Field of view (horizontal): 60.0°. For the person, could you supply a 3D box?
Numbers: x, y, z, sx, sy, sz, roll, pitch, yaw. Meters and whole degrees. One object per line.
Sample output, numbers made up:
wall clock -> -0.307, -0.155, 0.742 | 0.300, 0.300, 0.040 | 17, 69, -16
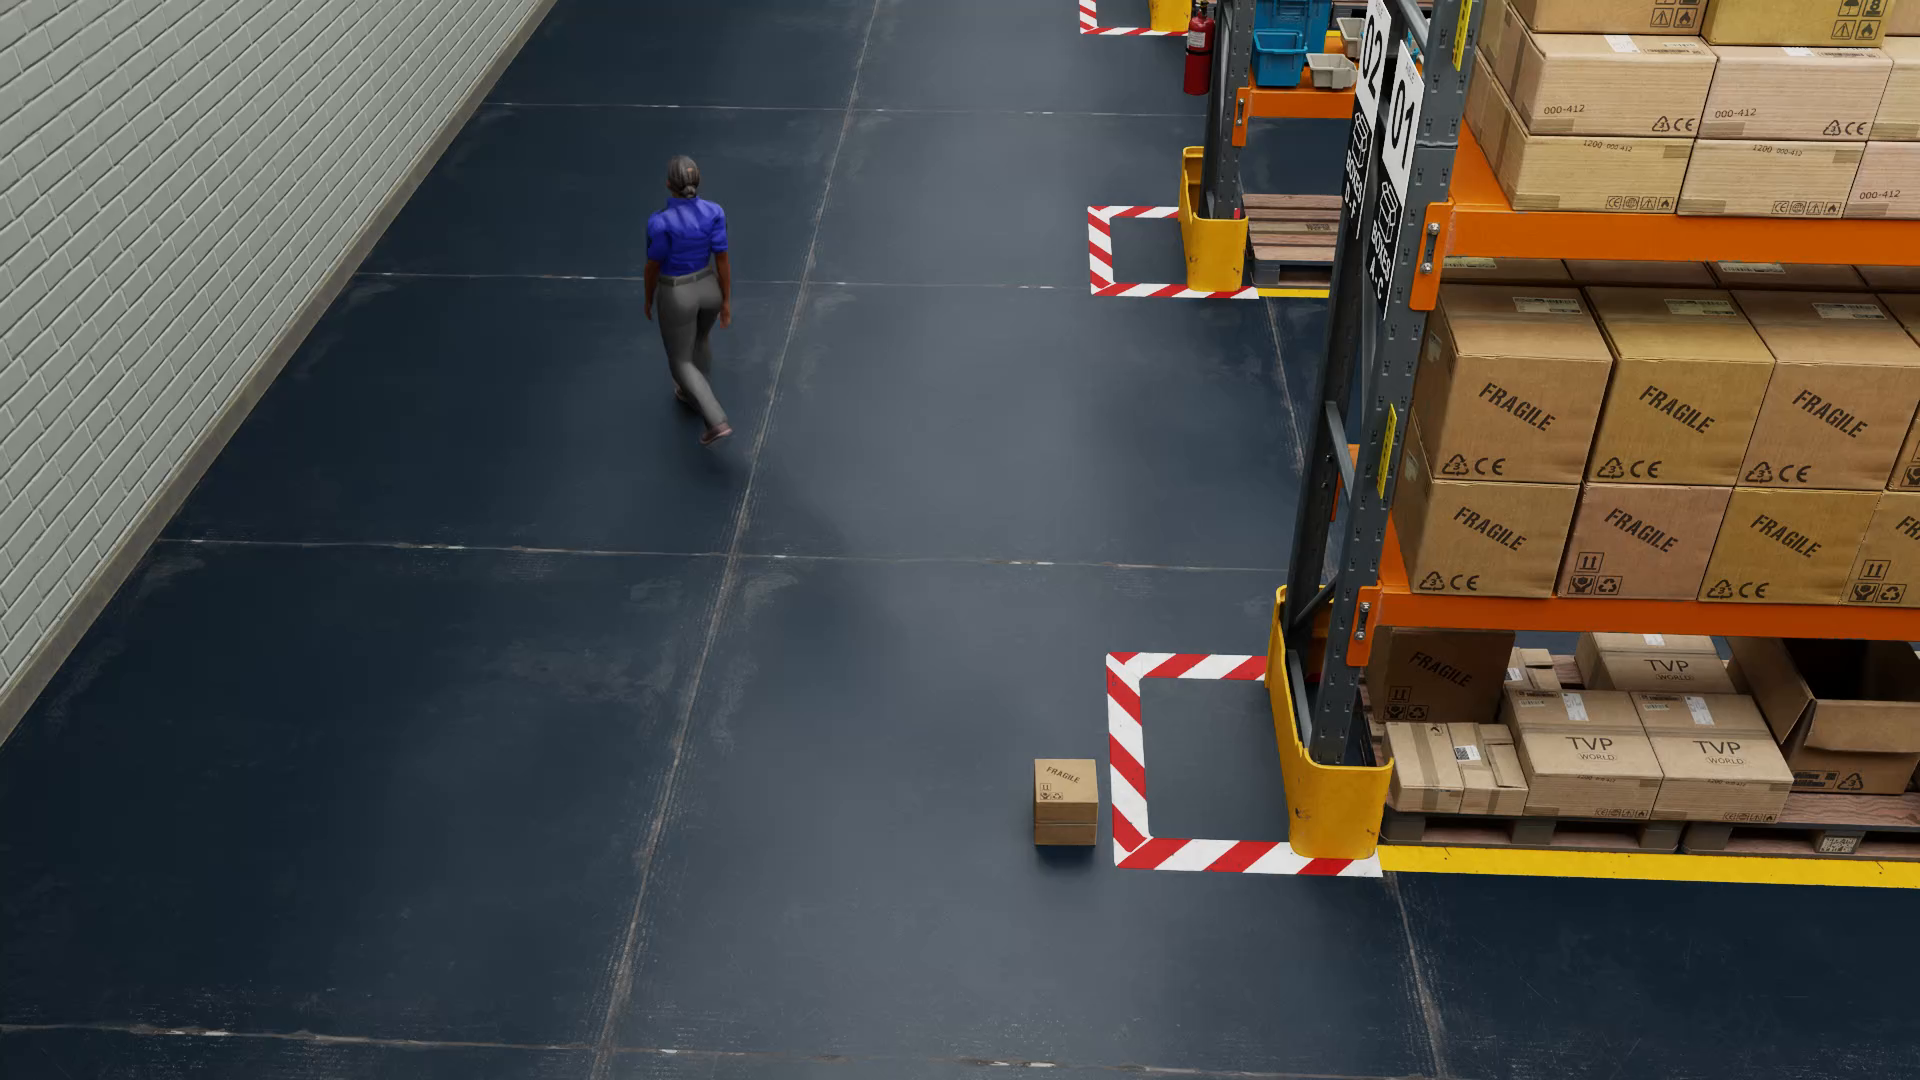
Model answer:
person -> -1.441, -1.291, 8.892 | 0.443, 1.616, 0.886 | -23, 42, -29
